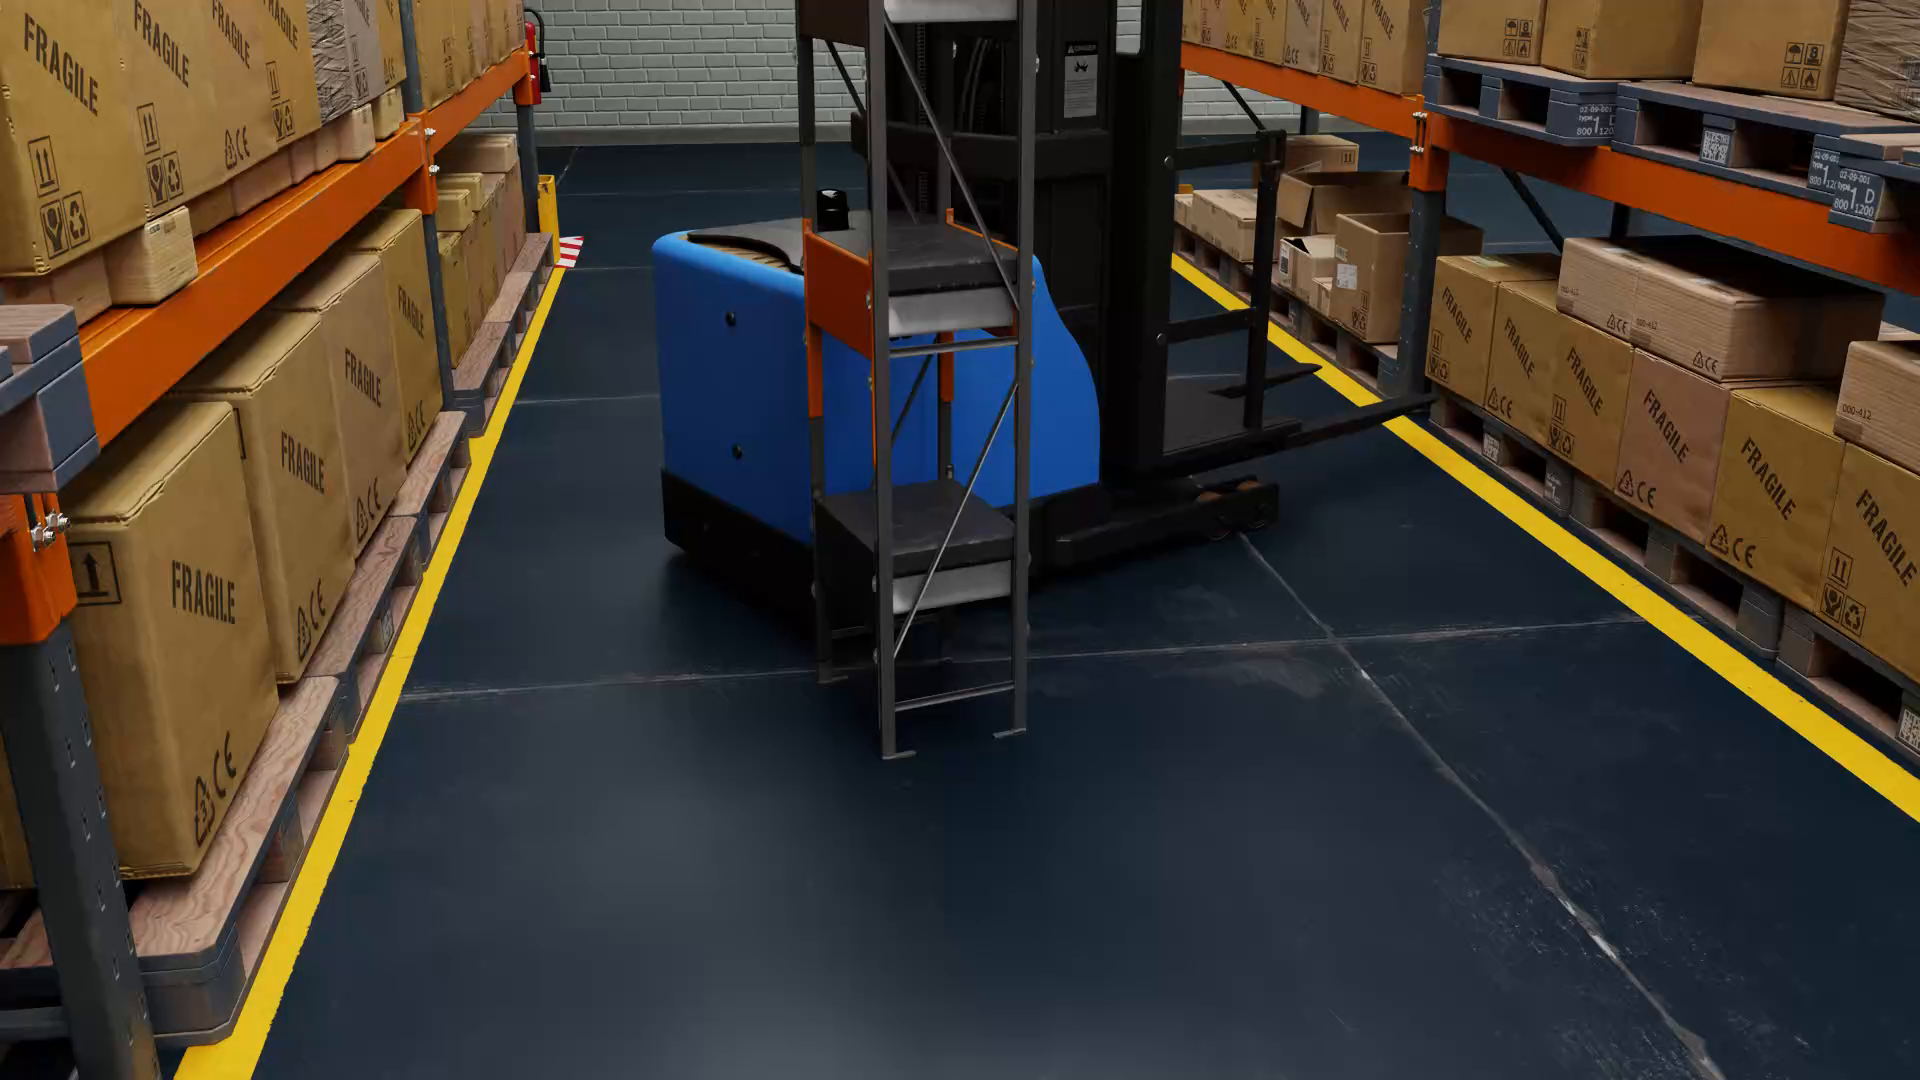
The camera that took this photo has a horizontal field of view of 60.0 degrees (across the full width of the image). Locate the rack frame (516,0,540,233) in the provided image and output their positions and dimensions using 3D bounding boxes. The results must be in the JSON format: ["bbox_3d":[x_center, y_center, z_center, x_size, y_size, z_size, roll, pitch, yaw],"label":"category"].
[{"bbox_3d":[-3.086,-3.125,9.796,1.000,3.000,0.127,-3,21,-8],"label":"rack frame"}]

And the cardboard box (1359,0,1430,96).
[{"bbox_3d":[2.066,-2.198,7.172,0.500,0.500,0.500,-3,21,-7],"label":"cardboard box"}]

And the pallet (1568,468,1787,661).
[{"bbox_3d":[2.726,0.018,5.366,1.003,0.211,1.213,-3,21,-8],"label":"pallet"}]

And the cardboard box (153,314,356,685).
[{"bbox_3d":[-2.029,-0.110,4.195,0.750,0.750,0.750,-3,21,-8],"label":"cardboard box"}]

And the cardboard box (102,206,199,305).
[{"bbox_3d":[-1.733,-0.557,3.250,0.380,0.149,0.250,-2,21,-6],"label":"cardboard box"}]

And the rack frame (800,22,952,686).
[{"bbox_3d":[-0.210,-0.607,4.339,0.400,2.100,0.015,-9,22,-22],"label":"rack frame"}]

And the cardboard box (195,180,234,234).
[{"bbox_3d":[-1.964,-0.817,3.946,0.380,0.149,0.250,-3,21,-7],"label":"cardboard box"}]

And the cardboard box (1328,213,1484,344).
[{"bbox_3d":[2.029,-1.209,7.611,0.500,0.500,0.500,-3,21,-8],"label":"cardboard box"}]

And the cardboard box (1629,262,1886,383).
[{"bbox_3d":[2.437,-0.678,5.117,0.500,0.250,0.500,-3,21,-9],"label":"cardboard box"}]

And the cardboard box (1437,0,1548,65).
[{"bbox_3d":[2.239,-2.060,6.200,0.700,0.500,0.500,-10,23,-26],"label":"cardboard box"}]

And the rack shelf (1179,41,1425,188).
[{"bbox_3d":[2.104,-2.347,8.741,1.077,0.370,4.000,-3,21,-8],"label":"rack shelf"}]

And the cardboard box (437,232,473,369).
[{"bbox_3d":[-2.516,-1.030,7.159,0.700,0.500,0.500,-3,21,-7],"label":"cardboard box"}]

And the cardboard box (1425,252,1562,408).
[{"bbox_3d":[2.220,-0.847,6.640,0.500,0.500,0.500,-4,21,-10],"label":"cardboard box"}]

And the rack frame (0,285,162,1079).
[{"bbox_3d":[-1.930,-0.355,2.381,0.949,2.616,0.053,-3,21,-8],"label":"rack frame"}]

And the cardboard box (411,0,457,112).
[{"bbox_3d":[-2.572,-2.069,6.541,0.980,0.700,0.700,-3,21,-7],"label":"cardboard box"}]

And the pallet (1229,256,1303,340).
[{"bbox_3d":[2.115,-1.346,9.019,1.003,0.211,1.213,-3,21,-8],"label":"pallet"}]

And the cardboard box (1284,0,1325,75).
[{"bbox_3d":[1.914,-2.554,8.125,0.500,0.500,0.500,-2,21,-7],"label":"cardboard box"}]

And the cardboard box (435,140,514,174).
[{"bbox_3d":[-2.650,-2.094,9.080,0.380,0.149,0.250,-2,21,-6],"label":"cardboard box"}]

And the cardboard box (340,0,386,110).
[{"bbox_3d":[-2.110,-1.612,5.150,0.500,0.500,0.500,-3,21,-7],"label":"cardboard box"}]

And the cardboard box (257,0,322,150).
[{"bbox_3d":[-1.969,-1.265,4.221,0.500,0.500,0.500,-2,21,-6],"label":"cardboard box"}]

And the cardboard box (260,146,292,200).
[{"bbox_3d":[-2.014,-0.994,4.422,0.380,0.149,0.250,-2,21,-6],"label":"cardboard box"}]

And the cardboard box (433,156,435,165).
[{"bbox_3d":[-2.993,-1.989,8.799,0.380,0.149,0.250,-3,21,-7],"label":"cardboard box"}]

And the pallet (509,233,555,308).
[{"bbox_3d":[-2.893,-1.546,9.554,1.003,0.211,1.213,-3,21,-8],"label":"pallet"}]

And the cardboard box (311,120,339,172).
[{"bbox_3d":[-2.062,-1.174,4.904,0.380,0.149,0.250,-3,21,-8],"label":"cardboard box"}]

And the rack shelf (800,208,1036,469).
[{"bbox_3d":[-0.112,-0.516,4.135,0.431,0.518,0.480,-9,22,-22],"label":"rack shelf"}]

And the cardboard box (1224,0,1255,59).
[{"bbox_3d":[1.767,-2.904,9.061,0.500,0.500,0.500,-3,21,-8],"label":"cardboard box"}]

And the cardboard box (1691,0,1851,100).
[{"bbox_3d":[2.708,-1.626,5.040,0.700,0.500,0.500,-8,22,-21],"label":"cardboard box"}]

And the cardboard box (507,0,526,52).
[{"bbox_3d":[-3.003,-3.090,9.272,0.980,0.700,0.700,-2,21,-5],"label":"cardboard box"}]

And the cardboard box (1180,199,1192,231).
[{"bbox_3d":[1.572,-2.006,10.221,0.380,0.166,0.250,-3,21,-8],"label":"cardboard box"}]

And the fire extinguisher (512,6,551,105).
[{"bbox_3d":[-2.651,-2.990,10.077,0.296,0.674,0.183,-3,21,-8],"label":"fire extinguisher"}]

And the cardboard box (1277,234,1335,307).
[{"bbox_3d":[1.921,-1.380,8.339,0.500,0.311,0.500,-3,21,-8],"label":"cardboard box"}]

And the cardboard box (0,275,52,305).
[{"bbox_3d":[-1.751,-0.373,2.757,0.380,0.149,0.250,-3,21,-9],"label":"cardboard box"}]

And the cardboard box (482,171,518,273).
[{"bbox_3d":[-2.814,-1.740,9.061,0.700,0.500,0.500,-3,21,-8],"label":"cardboard box"}]

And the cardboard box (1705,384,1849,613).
[{"bbox_3d":[2.527,-0.133,4.728,0.500,0.500,0.500,-4,21,-10],"label":"cardboard box"}]

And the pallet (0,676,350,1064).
[{"bbox_3d":[-1.972,0.674,3.609,1.003,0.211,1.213,-3,21,-8],"label":"pallet"}]

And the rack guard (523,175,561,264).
[{"bbox_3d":[-3.090,-1.962,10.256,1.175,0.500,0.348,-3,21,-8],"label":"rack guard"}]

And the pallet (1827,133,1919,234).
[{"bbox_3d":[2.801,-0.748,3.705,1.213,0.211,1.003,-3,21,-8],"label":"pallet"}]

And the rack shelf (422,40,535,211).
[{"bbox_3d":[-2.798,-2.096,8.068,1.077,0.370,4.000,-3,21,-8],"label":"rack shelf"}]

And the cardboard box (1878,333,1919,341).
[{"bbox_3d":[2.957,-0.349,5.307,0.500,0.500,0.500,-4,21,-10],"label":"cardboard box"}]

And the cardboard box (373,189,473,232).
[{"bbox_3d":[-2.385,-1.462,7.388,0.380,0.149,0.250,-2,21,-6],"label":"cardboard box"}]

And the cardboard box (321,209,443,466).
[{"bbox_3d":[-2.287,-0.711,5.806,0.750,0.750,0.750,-3,21,-7],"label":"cardboard box"}]

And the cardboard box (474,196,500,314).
[{"bbox_3d":[-2.657,-1.382,8.101,0.700,0.500,0.500,-2,21,-6],"label":"cardboard box"}]

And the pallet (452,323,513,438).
[{"bbox_3d":[-2.542,-0.701,7.292,1.003,0.211,1.213,-3,21,-8],"label":"pallet"}]

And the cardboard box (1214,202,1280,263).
[{"bbox_3d":[1.757,-1.745,9.403,0.500,0.250,0.500,-3,21,-8],"label":"cardboard box"}]

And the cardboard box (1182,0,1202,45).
[{"bbox_3d":[1.618,-3.256,10.004,0.500,0.500,0.500,-2,21,-7],"label":"cardboard box"}]

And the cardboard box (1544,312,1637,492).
[{"bbox_3d":[2.373,-0.489,5.682,0.500,0.500,0.500,-3,21,-7],"label":"cardboard box"}]

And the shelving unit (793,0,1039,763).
[{"bbox_3d":[-0.112,-0.528,4.130,0.431,2.100,0.503,-9,22,-22],"label":"shelving unit"}]

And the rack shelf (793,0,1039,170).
[{"bbox_3d":[-0.112,-1.171,3.890,0.431,0.518,0.480,-9,22,-22],"label":"rack shelf"}]

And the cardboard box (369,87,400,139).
[{"bbox_3d":[-2.121,-1.443,5.623,0.380,0.149,0.250,-3,21,-7],"label":"cardboard box"}]

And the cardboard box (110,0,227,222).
[{"bbox_3d":[-1.816,-0.914,3.279,0.500,0.500,0.500,-2,21,-6],"label":"cardboard box"}]

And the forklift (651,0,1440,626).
[{"bbox_3d":[0.498,-1.505,5.556,3.031,2.935,1.130,-15,25,-34],"label":"forklift"}]

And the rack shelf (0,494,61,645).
[{"bbox_3d":[-1.645,0.674,0.652,1.077,0.370,4.000,-3,21,-8],"label":"rack shelf"}]

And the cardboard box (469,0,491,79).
[{"bbox_3d":[-2.786,-2.574,7.891,0.980,0.700,0.700,-4,21,-10],"label":"cardboard box"}]

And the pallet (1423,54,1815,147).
[{"bbox_3d":[2.399,-1.619,6.039,1.003,0.211,1.213,-3,21,-8],"label":"pallet"}]

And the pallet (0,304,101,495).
[{"bbox_3d":[-1.725,-0.024,1.767,1.213,0.211,1.003,-3,21,-8],"label":"pallet"}]
